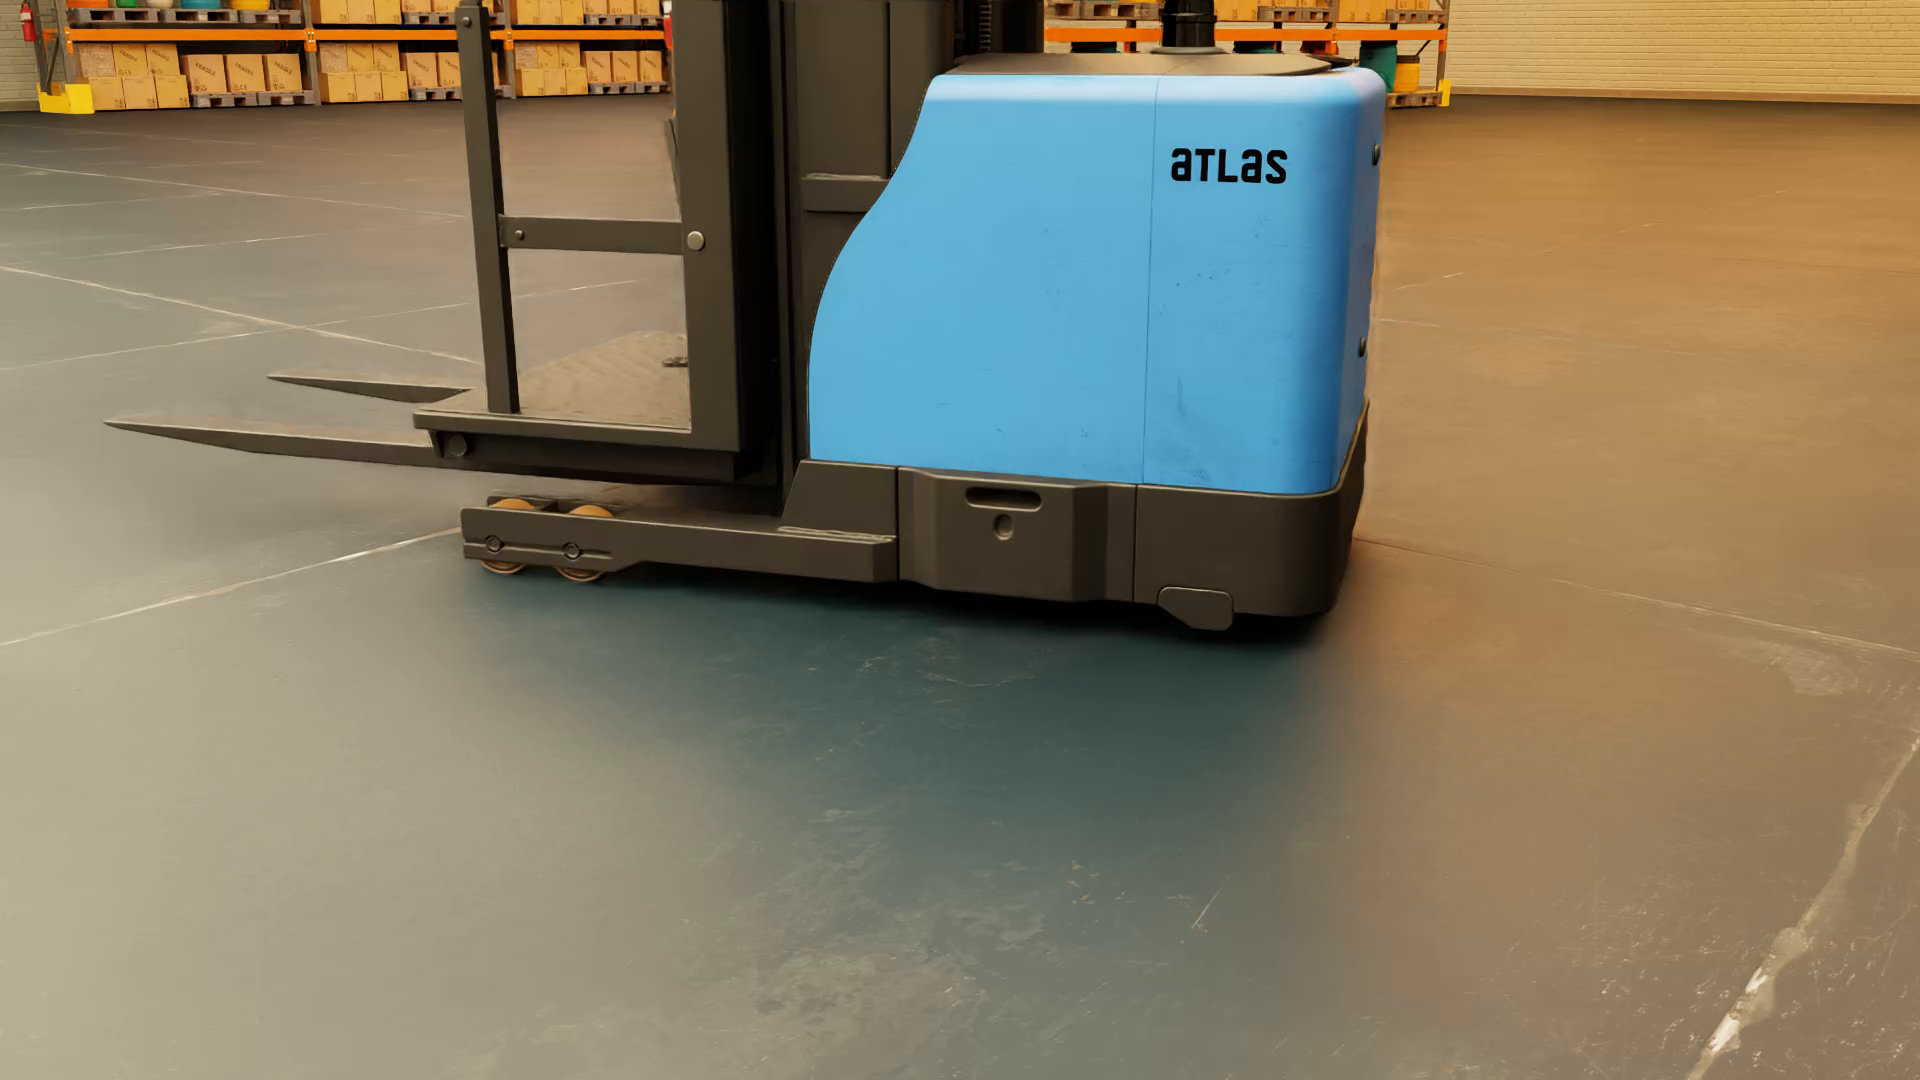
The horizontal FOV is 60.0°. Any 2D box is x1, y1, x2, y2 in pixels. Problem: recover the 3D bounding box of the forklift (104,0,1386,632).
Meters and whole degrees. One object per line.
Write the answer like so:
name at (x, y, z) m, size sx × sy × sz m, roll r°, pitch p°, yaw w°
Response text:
forklift at (-0.594, -1.450, 3.673) m, size 3.031 × 2.935 × 1.130 m, roll 5°, pitch 18°, yaw 16°
